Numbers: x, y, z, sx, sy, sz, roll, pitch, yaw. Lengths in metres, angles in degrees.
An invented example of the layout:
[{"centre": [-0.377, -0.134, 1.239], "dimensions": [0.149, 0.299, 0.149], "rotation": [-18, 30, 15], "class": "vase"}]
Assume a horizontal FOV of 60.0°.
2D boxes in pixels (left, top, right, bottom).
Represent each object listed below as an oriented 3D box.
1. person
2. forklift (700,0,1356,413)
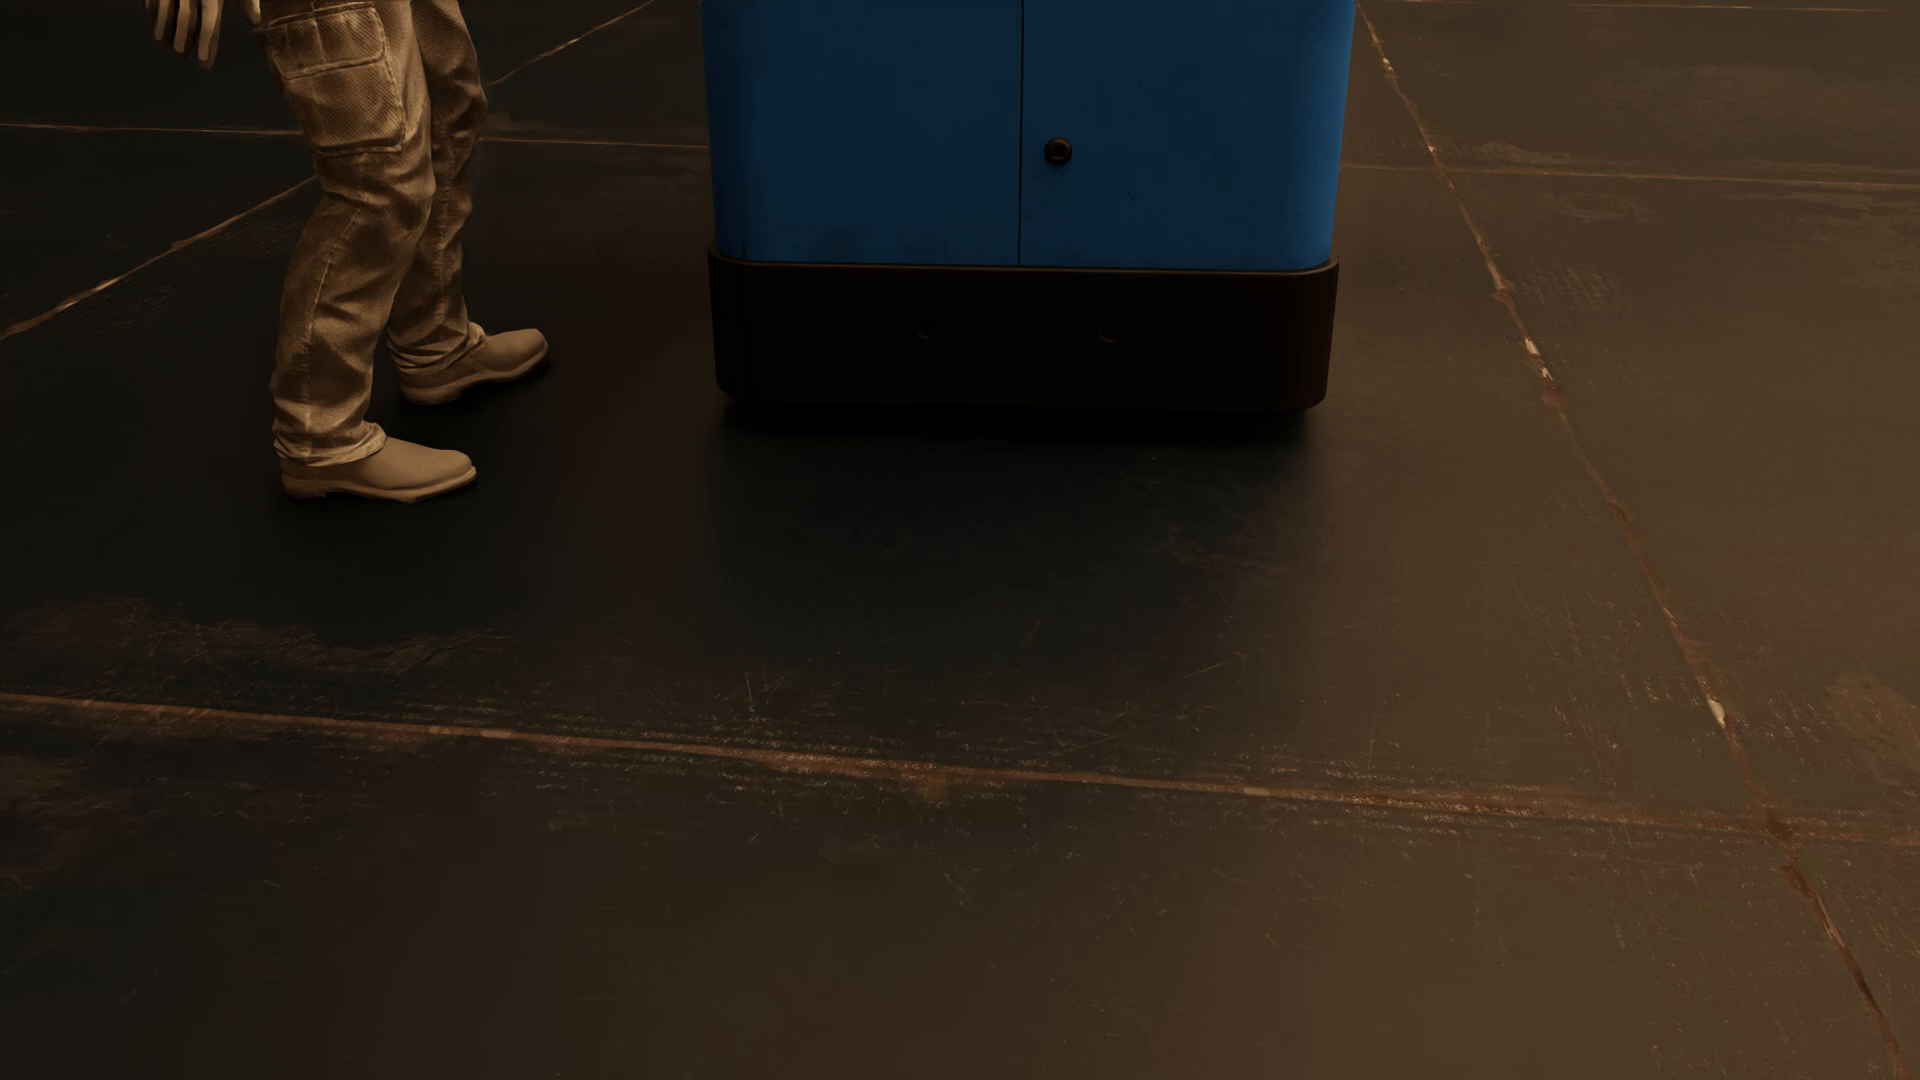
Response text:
[{"centre": [-0.891, -0.926, 2.406], "dimensions": [0.440, 1.746, 0.877], "rotation": [-3, 27, -6], "class": "person"}, {"centre": [0.187, -2.143, 3.512], "dimensions": [1.130, 2.935, 3.031], "rotation": [2, 27, 3], "class": "forklift"}]
